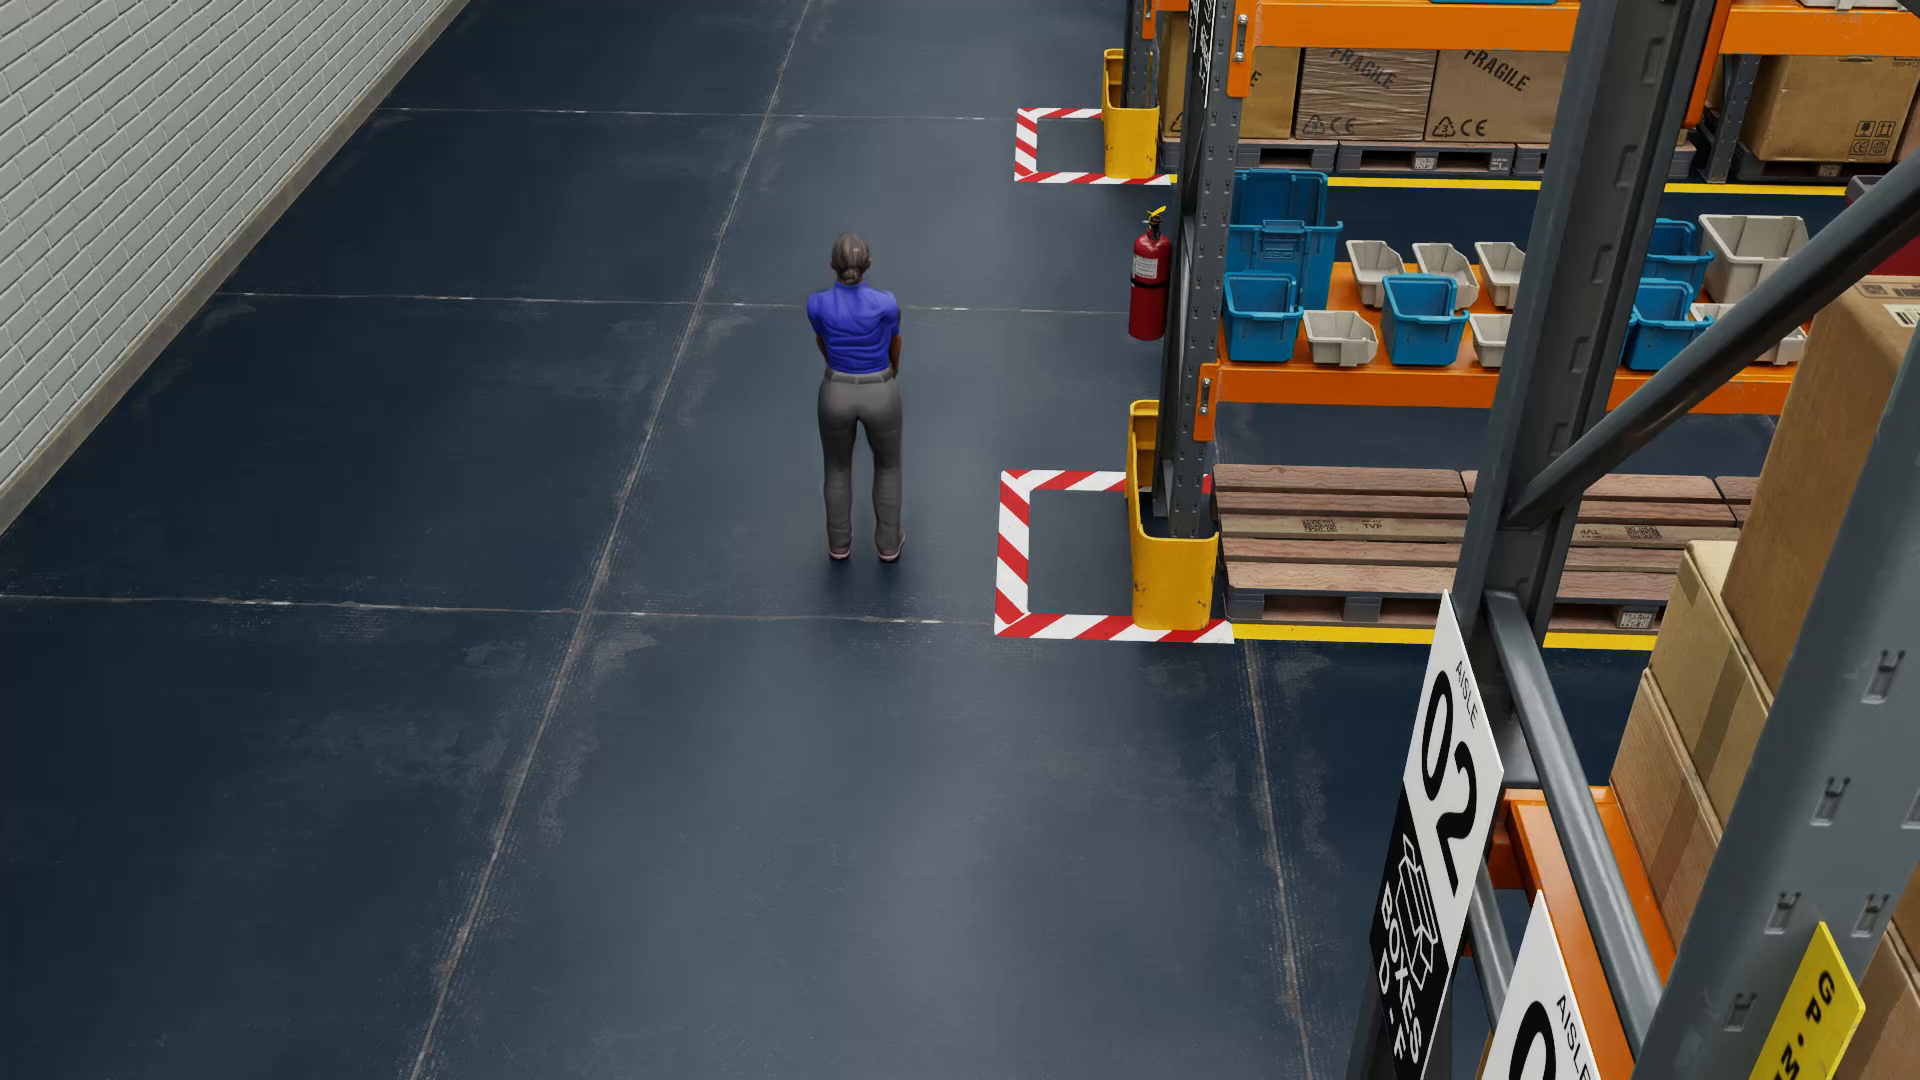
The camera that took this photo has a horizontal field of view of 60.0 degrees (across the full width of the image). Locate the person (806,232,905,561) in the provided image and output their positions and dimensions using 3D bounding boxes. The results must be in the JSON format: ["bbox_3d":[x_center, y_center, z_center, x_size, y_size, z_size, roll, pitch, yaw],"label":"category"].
[{"bbox_3d":[-0.463,-0.680,7.600,0.412,1.656,0.510,1,36,1],"label":"person"}]
